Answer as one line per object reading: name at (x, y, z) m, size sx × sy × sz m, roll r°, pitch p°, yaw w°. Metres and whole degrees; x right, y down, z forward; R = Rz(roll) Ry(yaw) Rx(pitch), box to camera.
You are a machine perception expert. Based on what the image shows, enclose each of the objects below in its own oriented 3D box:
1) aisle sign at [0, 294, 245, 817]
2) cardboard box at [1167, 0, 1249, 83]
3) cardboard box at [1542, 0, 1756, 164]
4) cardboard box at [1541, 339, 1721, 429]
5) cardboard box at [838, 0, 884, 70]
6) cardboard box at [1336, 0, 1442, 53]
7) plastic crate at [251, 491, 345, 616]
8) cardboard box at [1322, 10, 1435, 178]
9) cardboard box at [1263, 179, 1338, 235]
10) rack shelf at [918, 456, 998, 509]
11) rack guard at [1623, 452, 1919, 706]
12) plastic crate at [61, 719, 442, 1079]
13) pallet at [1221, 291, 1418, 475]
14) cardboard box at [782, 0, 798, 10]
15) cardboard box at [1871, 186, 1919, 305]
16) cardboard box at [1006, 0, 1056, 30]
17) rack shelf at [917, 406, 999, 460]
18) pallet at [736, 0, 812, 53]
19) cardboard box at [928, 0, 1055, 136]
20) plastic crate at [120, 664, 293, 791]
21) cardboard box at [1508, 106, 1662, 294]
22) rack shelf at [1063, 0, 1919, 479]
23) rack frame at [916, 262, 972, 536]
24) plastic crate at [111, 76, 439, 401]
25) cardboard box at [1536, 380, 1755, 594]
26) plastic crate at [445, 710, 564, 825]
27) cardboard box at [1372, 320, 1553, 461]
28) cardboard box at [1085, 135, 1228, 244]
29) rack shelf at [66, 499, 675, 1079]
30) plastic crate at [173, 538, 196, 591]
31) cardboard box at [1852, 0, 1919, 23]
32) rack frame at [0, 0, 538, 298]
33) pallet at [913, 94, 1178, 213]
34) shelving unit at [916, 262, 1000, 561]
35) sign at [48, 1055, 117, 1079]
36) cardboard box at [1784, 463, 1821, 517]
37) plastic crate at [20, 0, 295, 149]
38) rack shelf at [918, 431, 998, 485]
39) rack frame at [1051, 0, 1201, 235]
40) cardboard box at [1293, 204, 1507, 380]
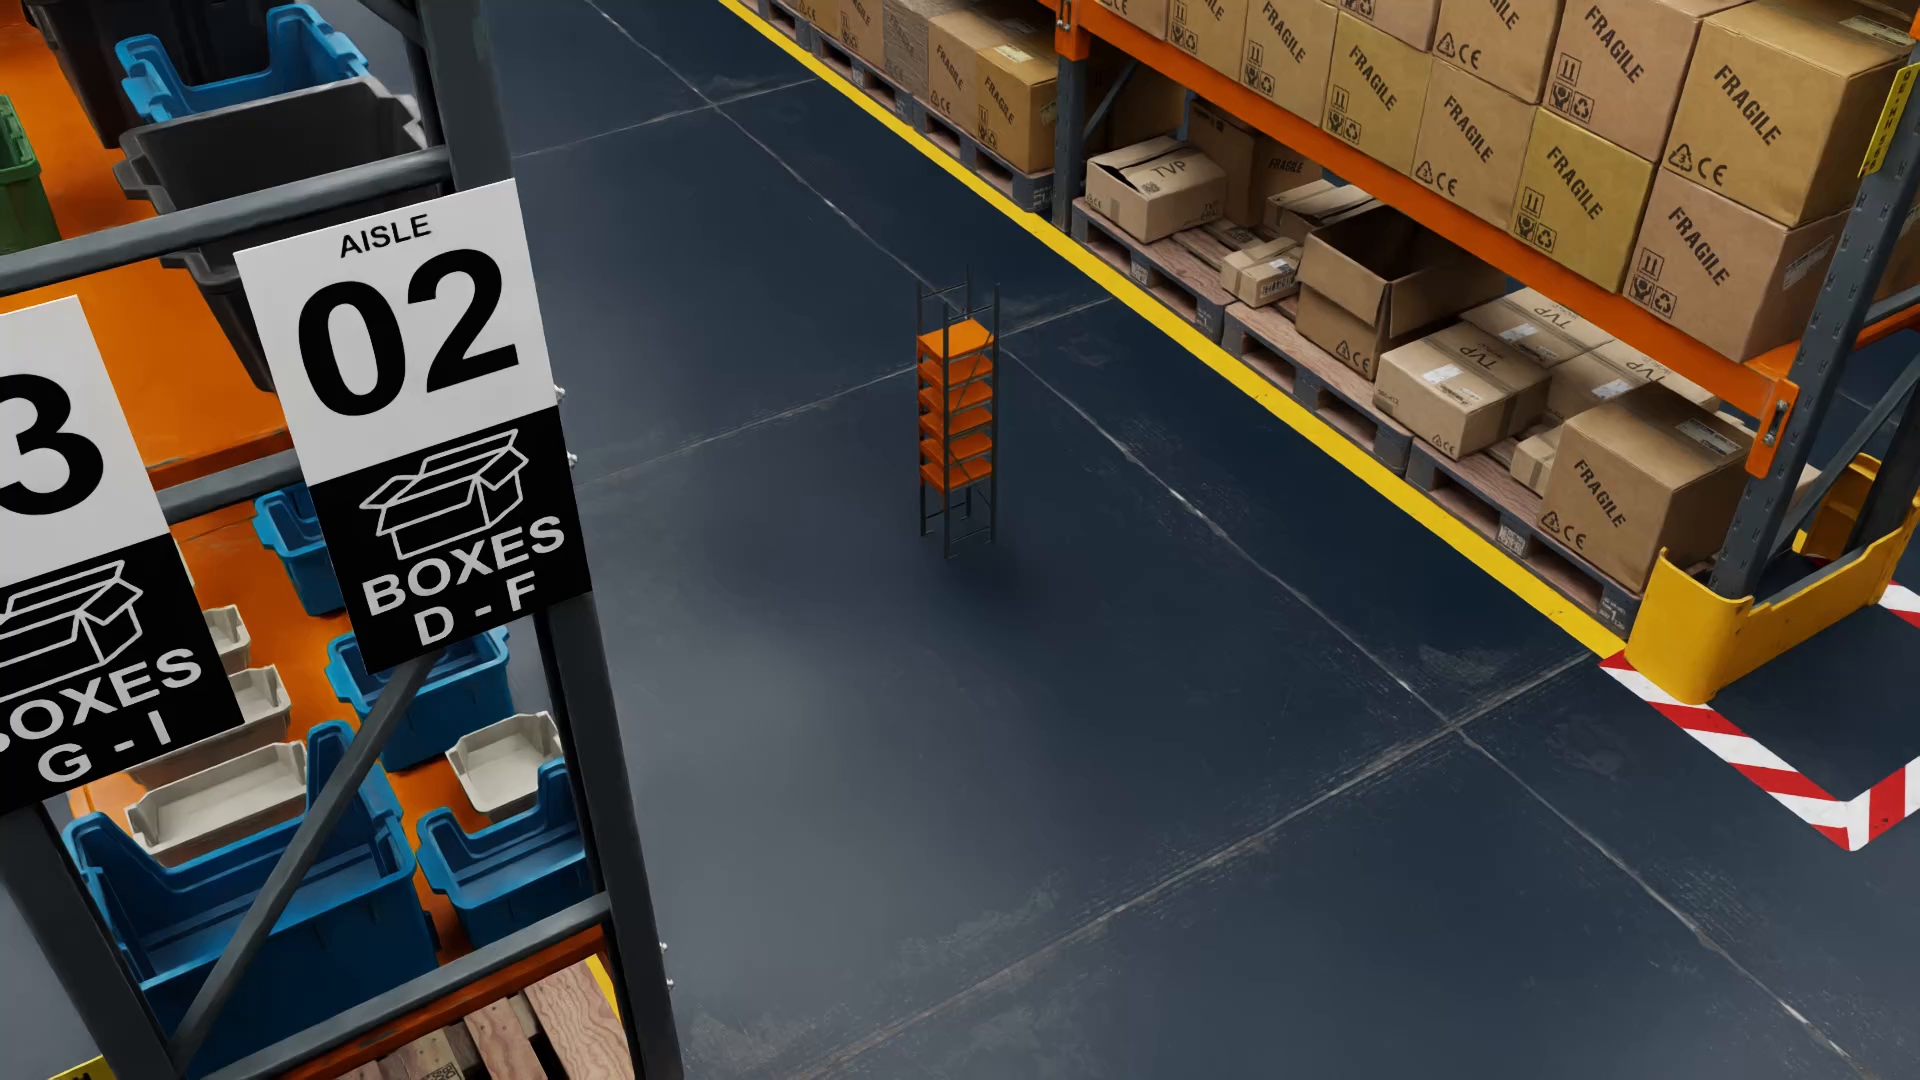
aisle sign at (-1.302, 0.055, 2.310) m, size 0.394 × 0.787 × 0.004 m, roll -22°, pitch 45°, yaw -24°
cardboard box at (1.256, -2.342, 7.139) m, size 0.500 × 0.500 × 0.500 m, roll -21°, pitch 44°, yaw -24°
cardboard box at (2.341, -1.629, 5.503) m, size 0.500 × 0.500 × 0.500 m, roll -21°, pitch 44°, yaw -23°
cardboard box at (2.763, -0.562, 6.886) m, size 0.500 × 0.250 × 0.500 m, roll -22°, pitch 45°, yaw -24°
cardboard box at (-0.376, -3.138, 9.782) m, size 0.500 × 0.500 × 0.500 m, roll -24°, pitch 45°, yaw -26°
cardboard box at (1.782, -2.185, 6.170) m, size 0.500 × 0.500 × 0.500 m, roll -21°, pitch 44°, yaw -23°
plastic crate at (-1.657, -0.002, 4.493) m, size 0.416 × 0.233 × 0.300 m, roll -22°, pitch 45°, yaw -24°
cardboard box at (1.798, -1.797, 6.486) m, size 0.500 × 0.500 × 0.500 m, roll -23°, pitch 45°, yaw -25°
cardboard box at (1.732, -1.630, 8.246) m, size 0.380 × 0.149 × 0.250 m, roll -22°, pitch 45°, yaw -24°
rack shelf at (-0.008, -0.250, 6.557) m, size 0.258 × 0.103 × 0.180 m, roll -22°, pitch 45°, yaw -24°
rack guard at (3.044, 0.130, 6.203) m, size 1.175 × 0.500 × 0.348 m, roll -22°, pitch 45°, yaw -24°
plastic crate at (-1.431, 0.761, 3.419) m, size 0.616 × 0.435 × 0.499 m, roll -22°, pitch 45°, yaw -24°
pallet at (1.962, -0.846, 7.601) m, size 1.003 × 0.211 × 1.213 m, roll -22°, pitch 45°, yaw -24°
cardboard box at (-0.927, -3.691, 10.445) m, size 0.500 × 0.500 × 0.500 m, roll -24°, pitch 45°, yaw -26°
cardboard box at (3.068, -1.157, 5.718) m, size 0.500 × 0.500 × 0.500 m, roll -21°, pitch 44°, yaw -24°
cardboard box at (0.583, -2.786, 9.359) m, size 0.500 × 0.500 × 0.500 m, roll -22°, pitch 44°, yaw -24°
rack shelf at (-0.008, -0.435, 6.404) m, size 0.258 × 0.103 × 0.180 m, roll -22°, pitch 45°, yaw -24°
pallet at (-0.847, -3.619, 10.929) m, size 1.003 × 0.211 × 1.213 m, roll -22°, pitch 45°, yaw -24°
cardboard box at (0.168, -2.594, 9.129) m, size 0.500 × 0.500 × 0.500 m, roll -22°, pitch 45°, yaw -24°
plastic crate at (-1.828, 0.453, 4.022) m, size 0.396 × 0.136 × 0.243 m, roll -22°, pitch 45°, yaw -24°
cardboard box at (2.332, -1.254, 5.834) m, size 0.500 × 0.500 × 0.500 m, roll -22°, pitch 45°, yaw -24°
rack shelf at (2.009, -1.592, 6.879) m, size 1.077 × 0.370 × 4.000 m, roll -22°, pitch 45°, yaw -24°
rack frame at (-0.057, -0.518, 6.435) m, size 0.240 × 1.200 × 0.006 m, roll -22°, pitch 45°, yaw -24°
plastic crate at (-1.066, -0.492, 2.756) m, size 0.497 × 0.269 × 0.590 m, roll -22°, pitch 45°, yaw -24°
cardboard box at (2.585, -0.206, 6.263) m, size 0.500 × 0.500 × 0.500 m, roll -22°, pitch 45°, yaw -24°
plastic crate at (-1.052, 0.544, 3.913) m, size 0.250 × 0.136 × 0.298 m, roll -22°, pitch 45°, yaw -24°
cardboard box at (2.099, -0.633, 6.971) m, size 0.500 × 0.250 × 0.500 m, roll -22°, pitch 45°, yaw -24°
cardboard box at (0.977, -1.783, 8.303) m, size 0.500 × 0.311 × 0.500 m, roll -22°, pitch 45°, yaw -24°
rack shelf at (-2.169, 0.111, 4.835) m, size 1.077 × 0.370 × 4.000 m, roll -22°, pitch 45°, yaw -24°
plastic crate at (-2.174, 0.158, 4.376) m, size 0.298 × 0.136 × 0.250 m, roll -22°, pitch 45°, yaw -24°
cardboard box at (3.068, -1.542, 5.398) m, size 0.500 × 0.500 × 0.500 m, roll -21°, pitch 44°, yaw -23°
rack frame at (-1.094, -1.391, 1.389) m, size 1.000 × 3.000 × 0.127 m, roll -22°, pitch 45°, yaw -24°
pallet at (0.465, -2.302, 9.348) m, size 1.003 × 0.211 × 1.213 m, roll -22°, pitch 45°, yaw -24°
shelving unit at (-0.008, -0.469, 6.375) m, size 0.258 × 1.200 × 0.189 m, roll -22°, pitch 45°, yaw -24°
sign at (-1.549, 1.050, 3.020) m, size 0.100 × 0.325 × 0.005 m, roll -22°, pitch 45°, yaw -24°
cardboard box at (3.149, -0.207, 6.538) m, size 0.380 × 0.149 × 0.250 m, roll -22°, pitch 45°, yaw -24°
plastic crate at (-1.683, -1.134, 3.472) m, size 0.504 × 0.338 × 0.767 m, roll -22°, pitch 45°, yaw -24°
rack shelf at (-0.008, -0.342, 6.481) m, size 0.258 × 0.103 × 0.180 m, roll -22°, pitch 45°, yaw -24°
rack frame at (0.934, -2.948, 7.944) m, size 1.000 × 3.000 × 0.127 m, roll -22°, pitch 45°, yaw -24°
cardboard box at (1.948, -1.145, 7.388) m, size 0.797 × 0.503 × 0.637 m, roll -22°, pitch 45°, yaw -24°
